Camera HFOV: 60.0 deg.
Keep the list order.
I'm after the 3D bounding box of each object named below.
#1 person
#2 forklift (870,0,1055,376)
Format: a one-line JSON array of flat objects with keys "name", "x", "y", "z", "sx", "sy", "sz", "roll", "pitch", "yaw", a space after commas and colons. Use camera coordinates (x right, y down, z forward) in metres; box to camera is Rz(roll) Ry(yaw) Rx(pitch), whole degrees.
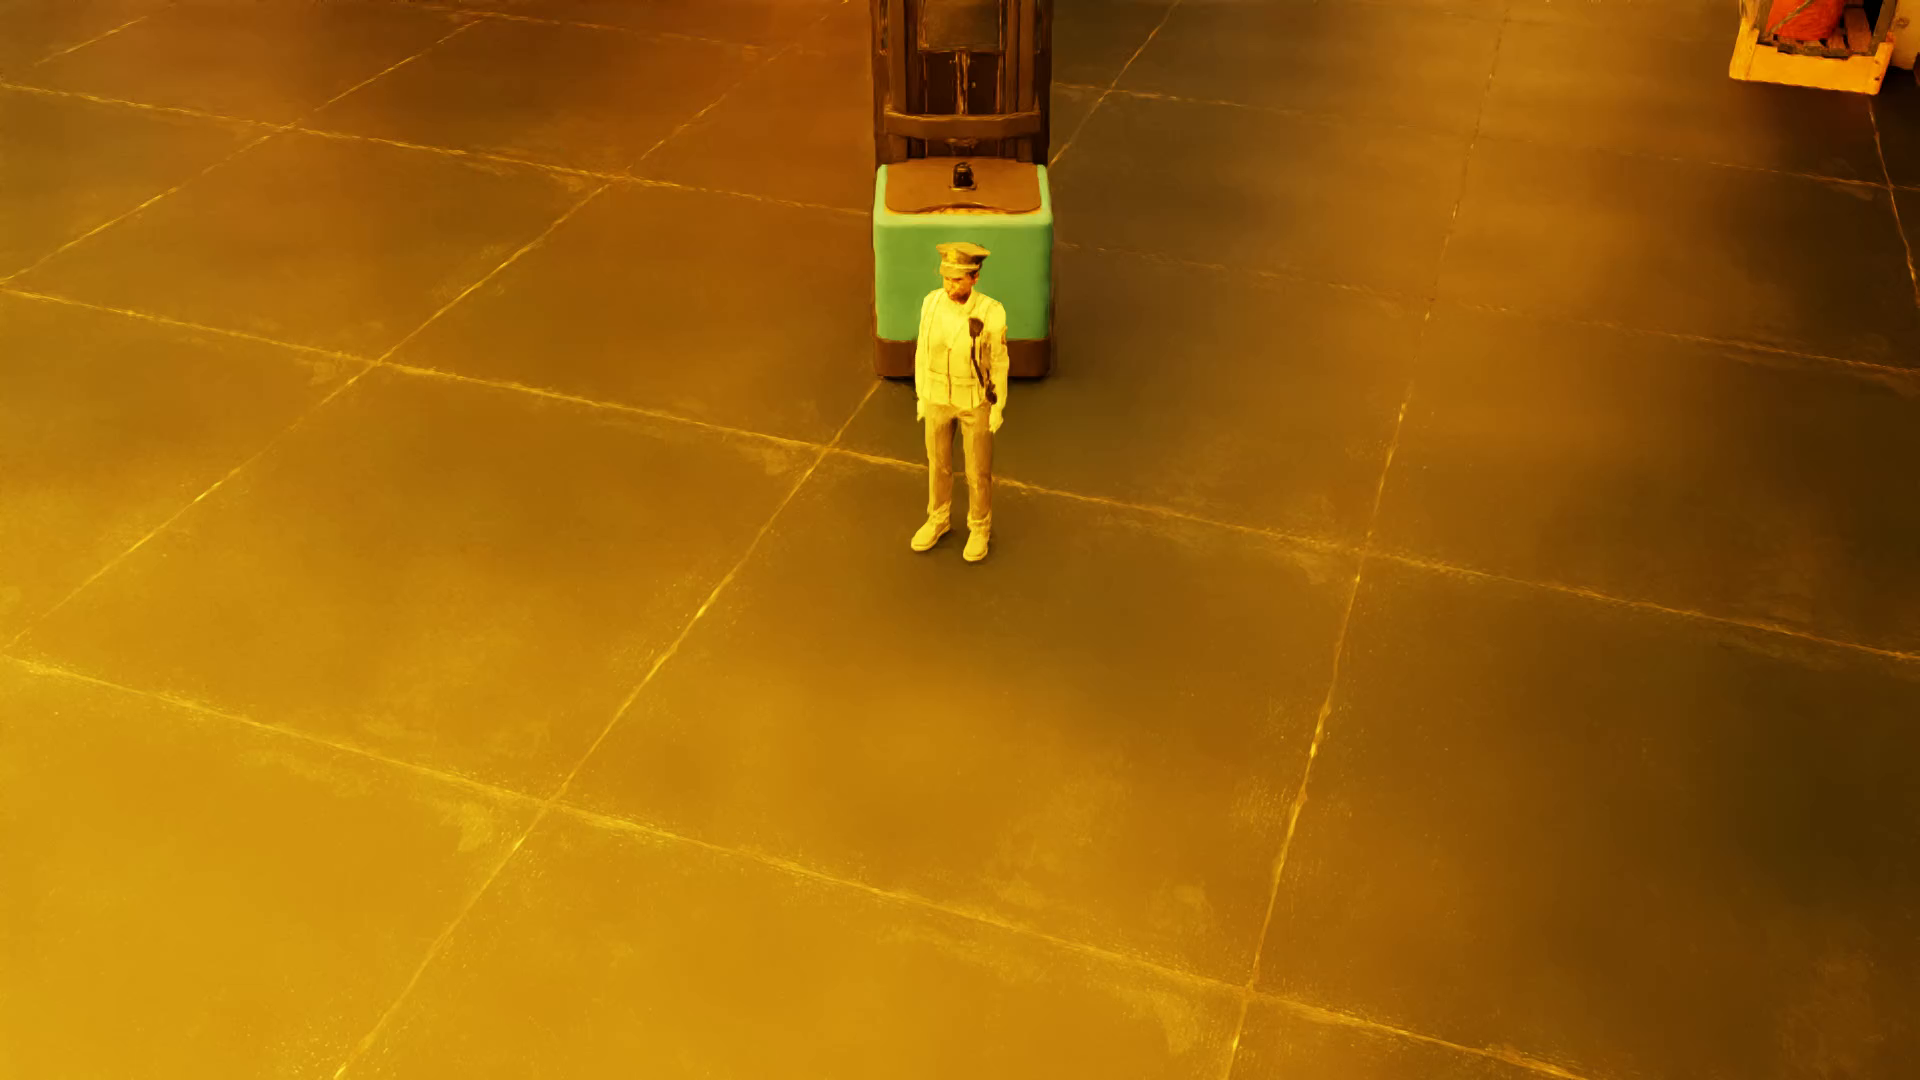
[{"name": "person", "x": -0.004, "y": -0.679, "z": 8.145, "sx": 0.463, "sy": 1.692, "sz": 0.337, "roll": 12, "pitch": 37, "yaw": 16}, {"name": "forklift", "x": 0.007, "y": -2.989, "z": 10.326, "sx": 1.130, "sy": 2.935, "sz": 3.031, "roll": 0, "pitch": 35, "yaw": 0}]
